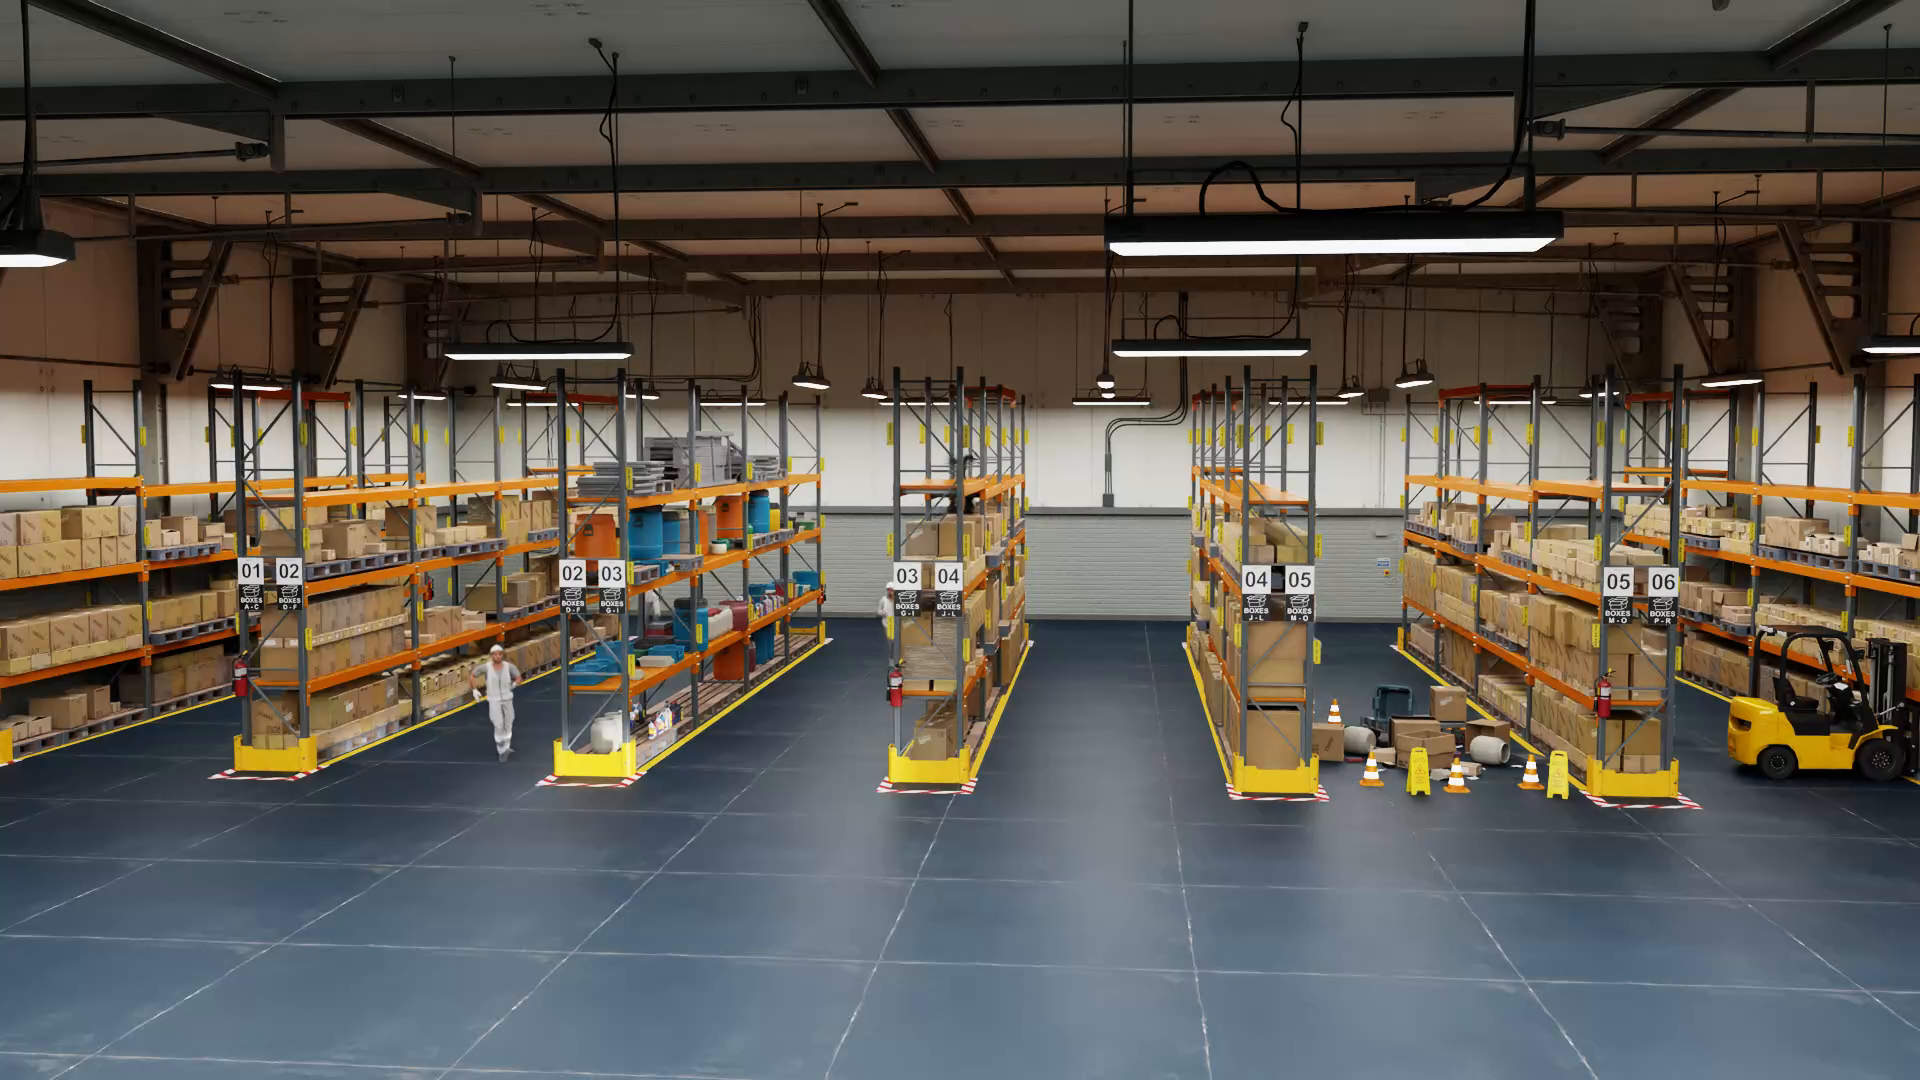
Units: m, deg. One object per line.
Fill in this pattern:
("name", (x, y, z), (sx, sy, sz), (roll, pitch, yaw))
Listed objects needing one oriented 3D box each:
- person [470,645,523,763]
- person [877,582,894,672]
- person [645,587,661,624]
("person", (-7.146, 2.531, 25.704), (0.774, 1.844, 0.692), (-2, 4, -27))
("person", (-1.361, 1.775, 33.608), (0.613, 1.872, 0.797), (0, 4, 8))
("person", (-7.740, 1.547, 41.590), (0.623, 1.838, 0.855), (-2, 4, -25))
